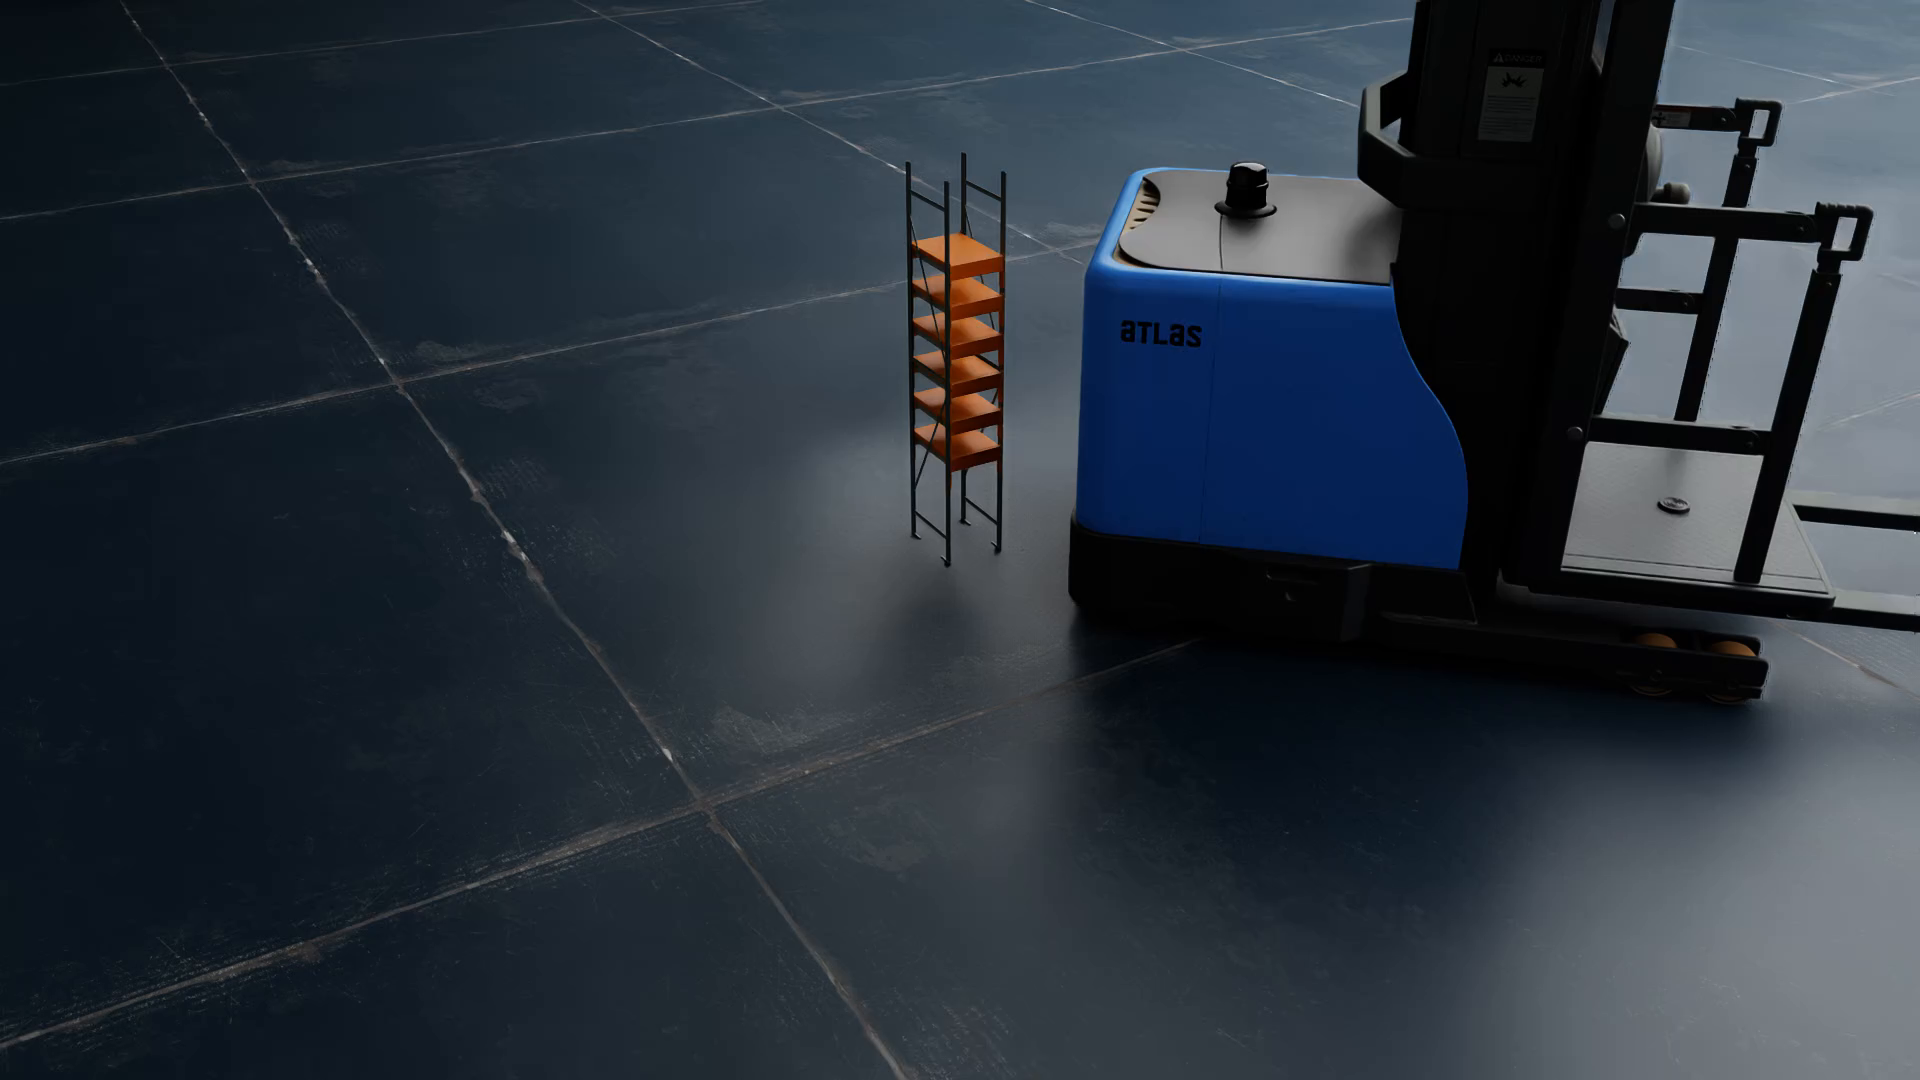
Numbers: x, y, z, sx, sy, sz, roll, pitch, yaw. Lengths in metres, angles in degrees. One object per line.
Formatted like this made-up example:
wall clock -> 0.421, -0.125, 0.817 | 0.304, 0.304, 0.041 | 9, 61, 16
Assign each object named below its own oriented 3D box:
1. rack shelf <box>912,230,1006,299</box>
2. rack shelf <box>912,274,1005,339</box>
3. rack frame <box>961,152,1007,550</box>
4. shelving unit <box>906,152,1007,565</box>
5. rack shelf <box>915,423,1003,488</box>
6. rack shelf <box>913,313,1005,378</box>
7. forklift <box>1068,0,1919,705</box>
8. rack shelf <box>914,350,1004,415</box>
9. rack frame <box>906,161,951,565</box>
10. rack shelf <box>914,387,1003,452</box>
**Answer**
rack shelf -> -0.012, -0.798, 4.801 | 0.180, 0.103, 0.258 | -16, 33, -26
rack shelf -> -0.012, -0.693, 4.859 | 0.180, 0.103, 0.258 | -16, 33, -26
rack frame -> 0.066, -0.544, 4.994 | 0.006, 1.200, 0.240 | -16, 33, -26
shelving unit -> -0.012, -0.522, 4.954 | 0.189, 1.200, 0.258 | -16, 33, -26
rack shelf -> -0.012, -0.273, 5.091 | 0.180, 0.103, 0.258 | -16, 33, -26
rack shelf -> -0.012, -0.588, 4.917 | 0.180, 0.103, 0.258 | -16, 33, -26
forklift -> 1.886, -1.124, 4.254 | 3.031, 2.935, 1.130 | 6, 29, 11
rack shelf -> -0.012, -0.483, 4.975 | 0.180, 0.103, 0.258 | -16, 33, -26
rack frame -> -0.091, -0.499, 4.913 | 0.006, 1.200, 0.240 | -16, 33, -26
rack shelf -> -0.012, -0.378, 5.033 | 0.180, 0.103, 0.258 | -16, 33, -26
